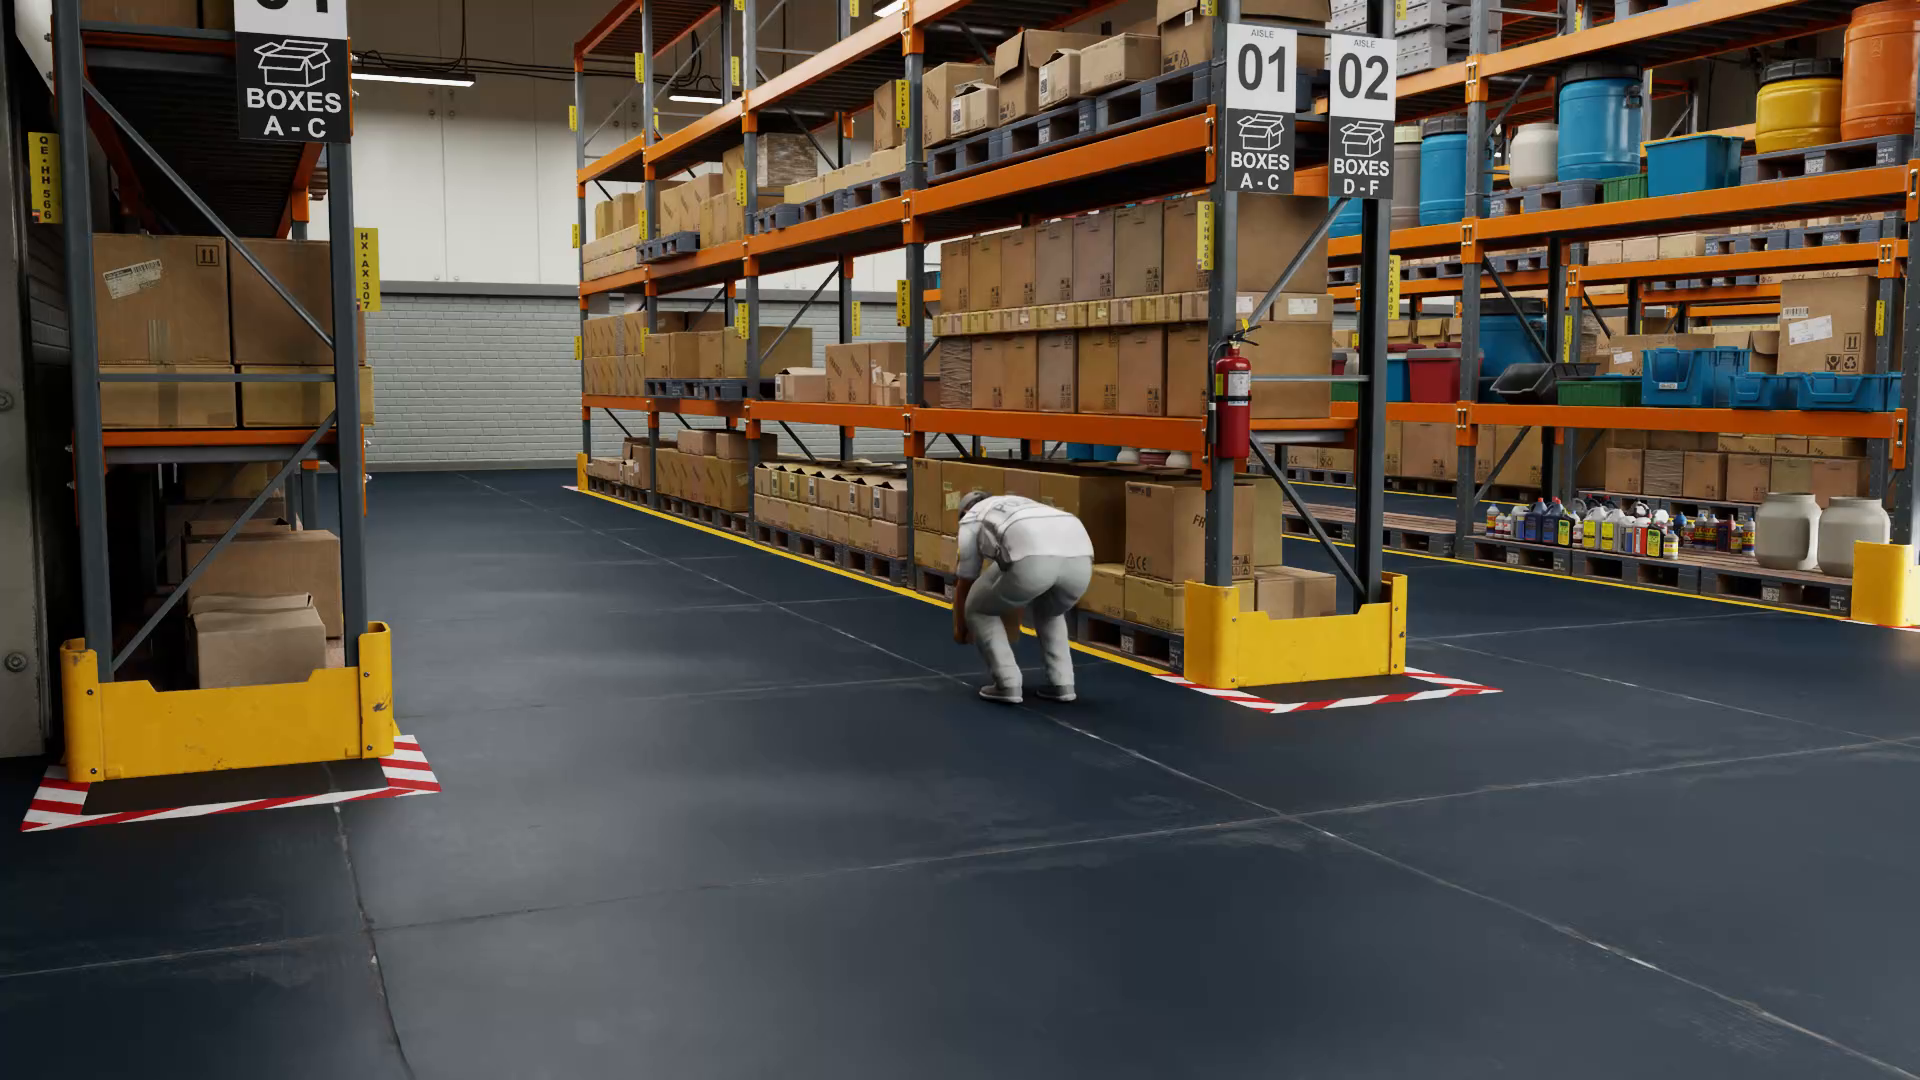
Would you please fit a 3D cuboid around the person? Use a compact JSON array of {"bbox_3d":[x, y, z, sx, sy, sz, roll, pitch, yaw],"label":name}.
[{"bbox_3d":[0.261,0.266,7.905,0.453,0.966,0.934,-3,6,-26],"label":"person"}]
